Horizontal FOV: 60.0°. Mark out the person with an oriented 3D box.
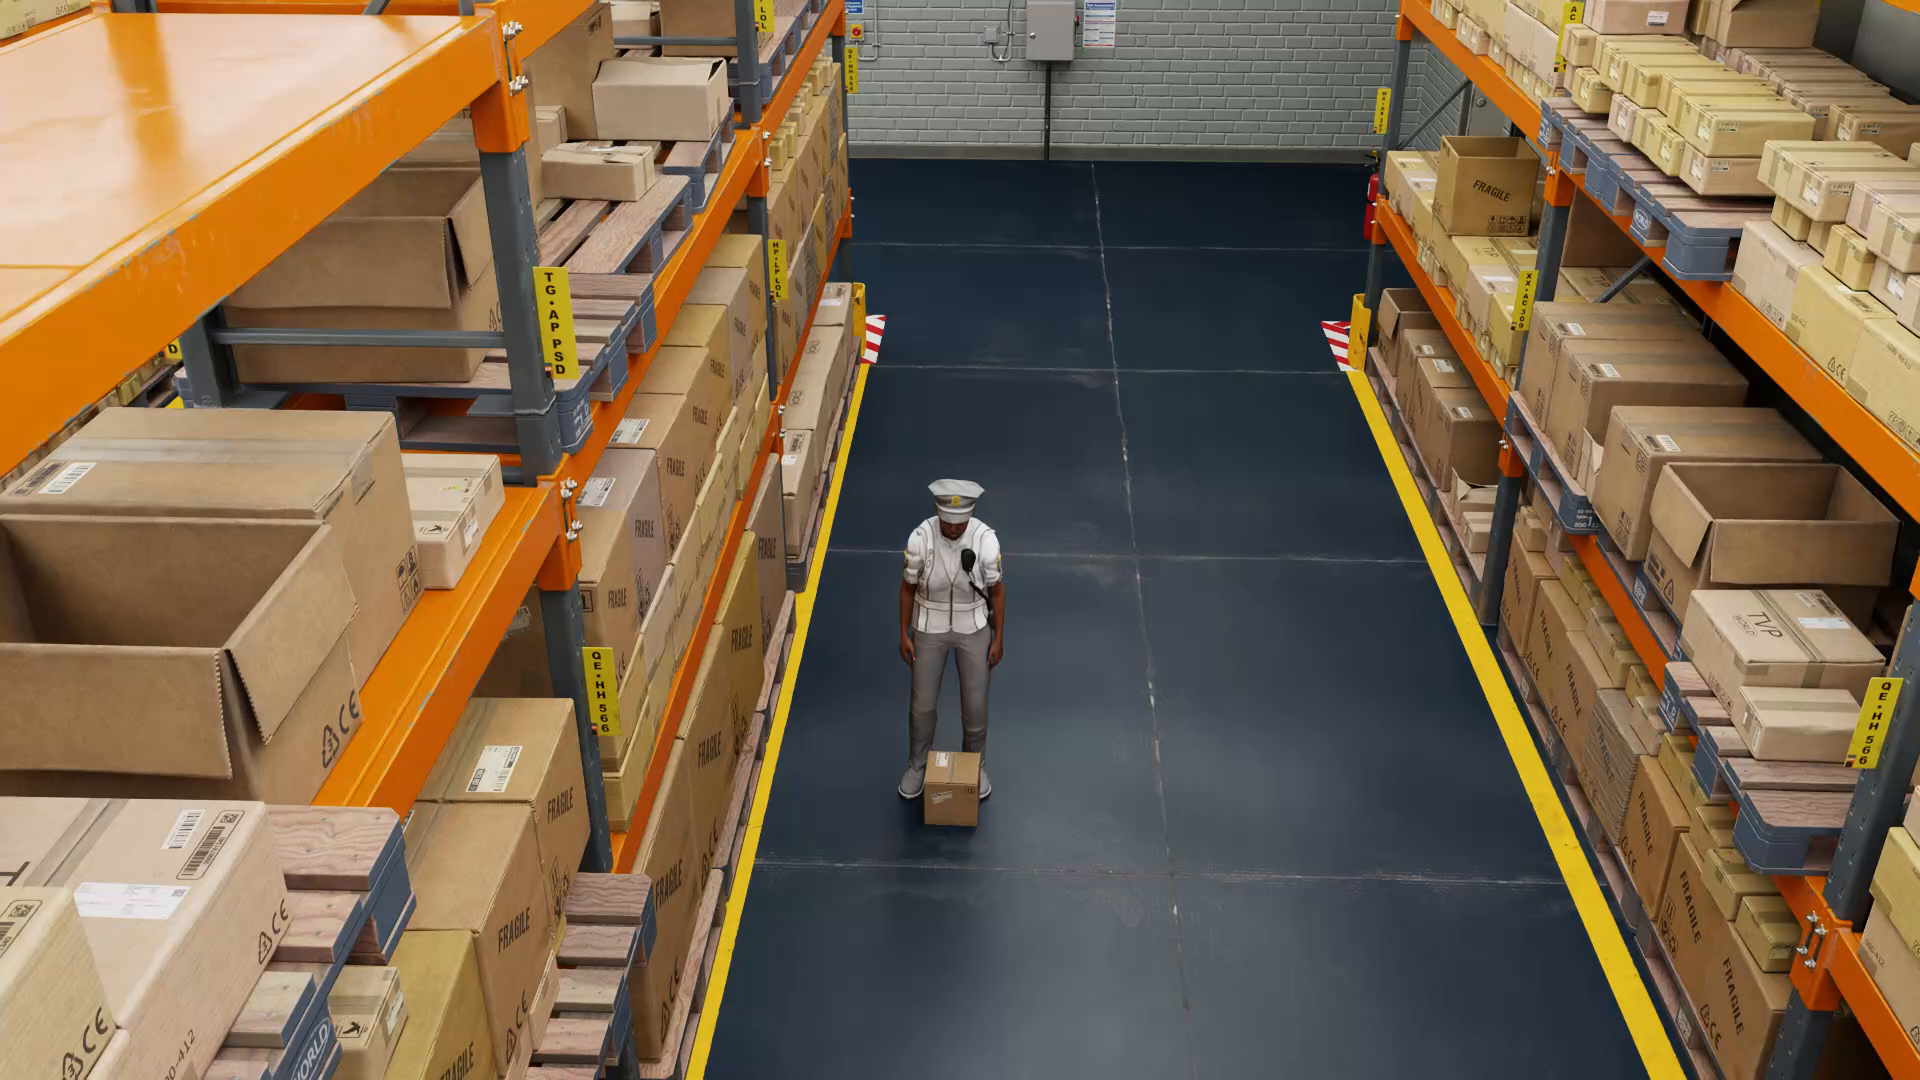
[{"bbox_3d":[-0.043,0.450,7.782,0.504,1.657,0.395,1,28,2],"label":"person"}]
